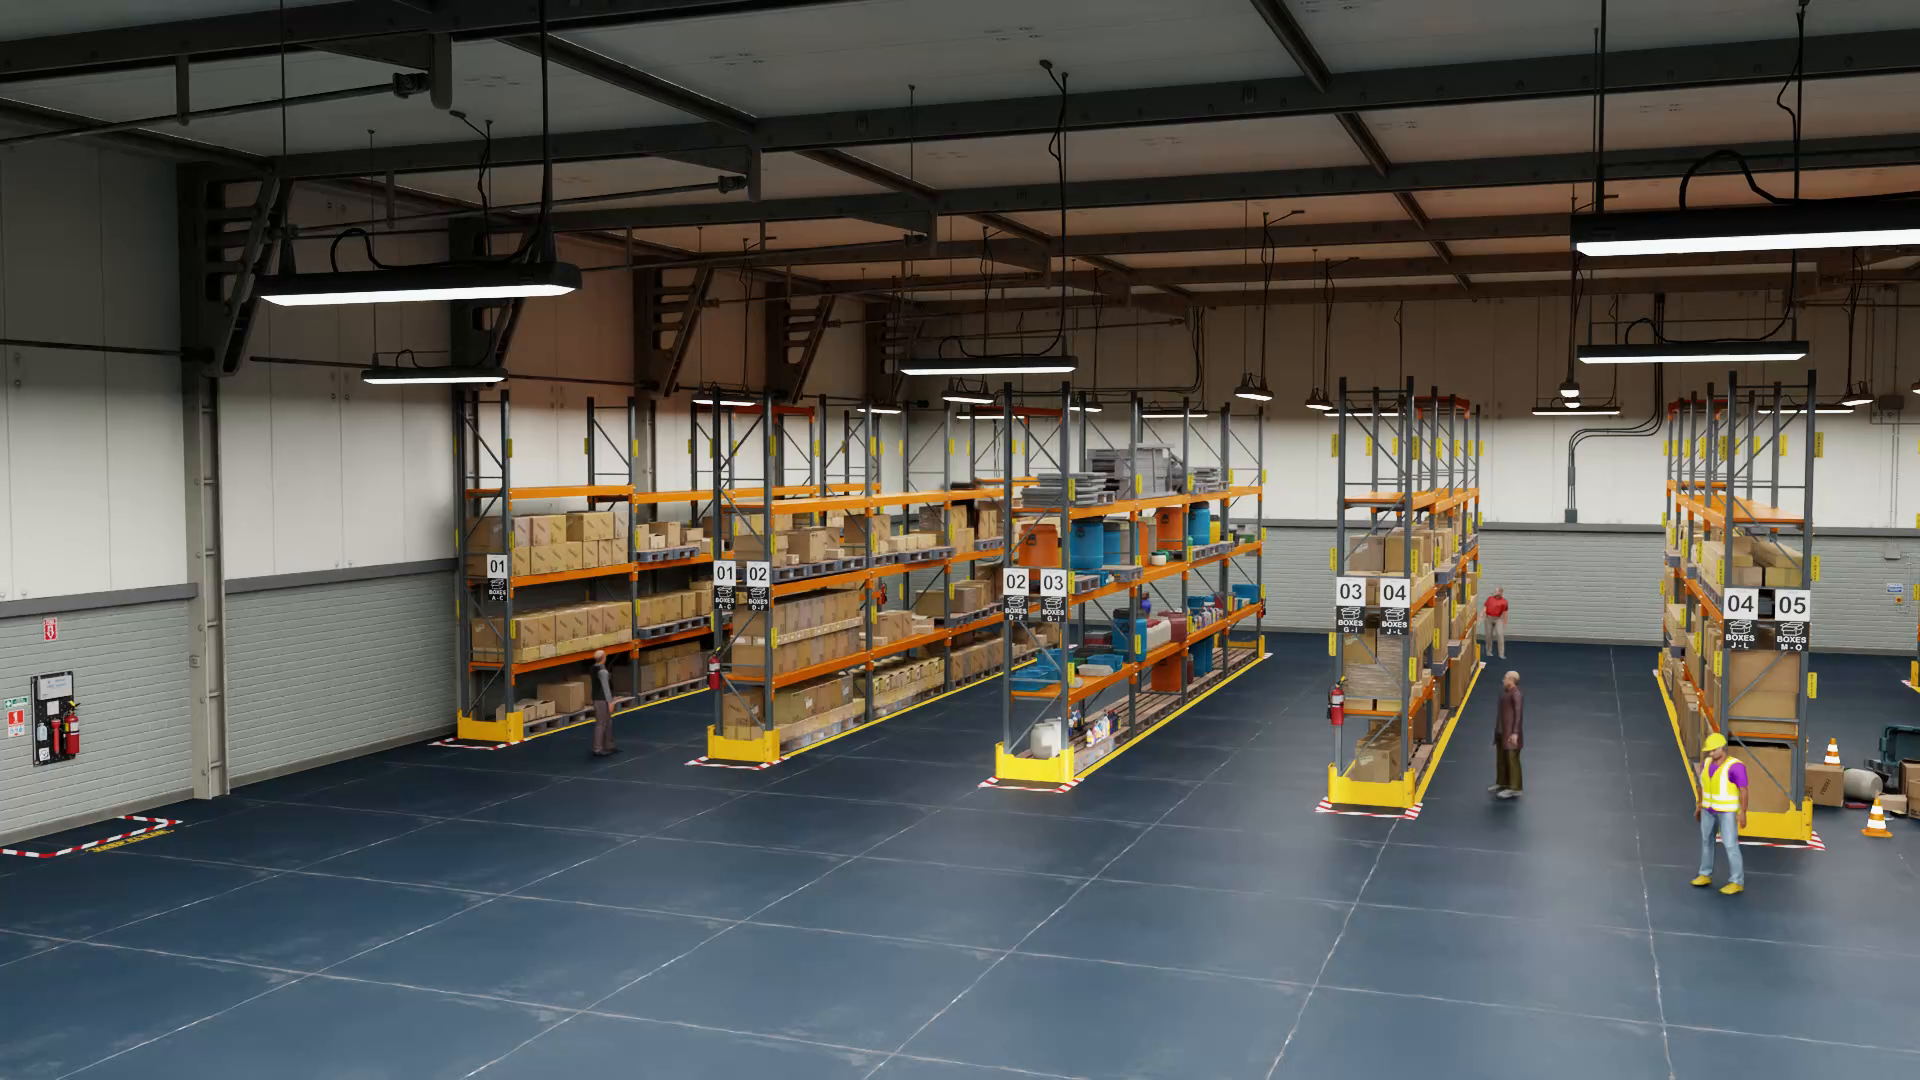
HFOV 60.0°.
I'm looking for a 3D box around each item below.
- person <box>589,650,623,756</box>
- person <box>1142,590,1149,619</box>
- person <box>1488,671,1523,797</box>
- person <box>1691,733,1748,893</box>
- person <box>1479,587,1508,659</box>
[{"bbox_3d":[-5.776,2.662,27.189,0.551,1.745,0.579,-1,3,-17],"label":"person"},{"bbox_3d":[4.271,2.021,39.348,0.458,1.639,0.476,0,3,1],"label":"person"},{"bbox_3d":[7.892,2.782,24.014,0.432,1.787,0.623,-1,3,-14],"label":"person"},{"bbox_3d":[8.603,3.070,18.885,0.417,1.765,0.587,-2,4,-26],"label":"person"},{"bbox_3d":[12.761,1.962,39.796,0.666,1.685,0.715,1,3,23],"label":"person"}]
